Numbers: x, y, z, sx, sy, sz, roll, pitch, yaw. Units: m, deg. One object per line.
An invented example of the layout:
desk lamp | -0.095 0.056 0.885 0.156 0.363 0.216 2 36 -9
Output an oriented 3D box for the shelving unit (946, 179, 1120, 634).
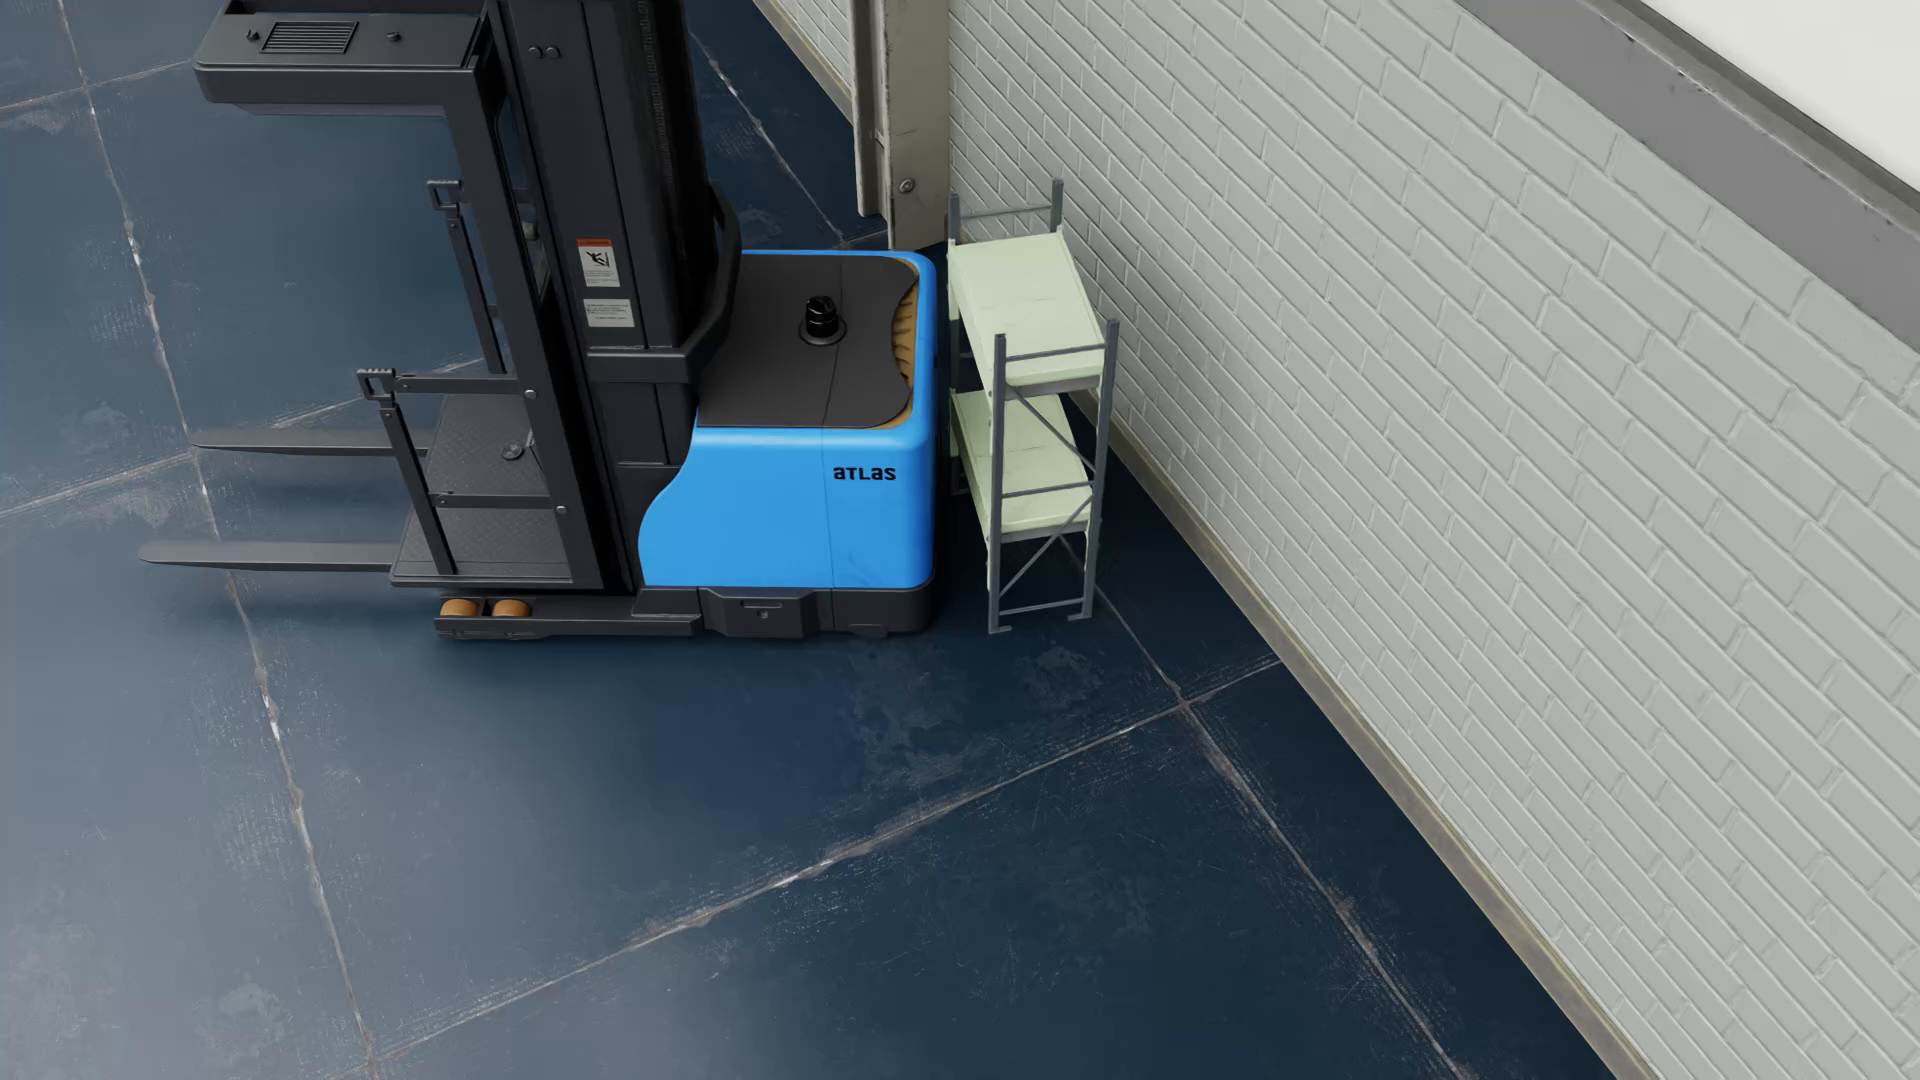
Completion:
shelving unit | 0.232 -0.443 6.034 0.431 1.500 0.755 -9 49 -8

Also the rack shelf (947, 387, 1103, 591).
rack shelf | 0.232 -0.229 6.279 0.431 0.370 0.720 -9 49 -8

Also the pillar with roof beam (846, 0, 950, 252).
pillar with roof beam | -4.095 -2.993 3.282 9.100 9.000 0.400 -21 52 -18

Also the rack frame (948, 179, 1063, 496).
rack frame | 0.158 -0.713 6.270 0.400 1.500 0.023 -9 49 -8

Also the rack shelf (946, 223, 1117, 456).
rack shelf | 0.232 -0.700 5.740 0.431 0.370 0.720 -9 49 -8

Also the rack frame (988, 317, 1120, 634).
rack frame | 0.306 -0.173 5.798 0.400 1.500 0.023 -9 49 -8

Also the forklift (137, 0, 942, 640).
forklift | -1.596 -0.984 5.556 3.031 2.935 1.130 1 49 1
